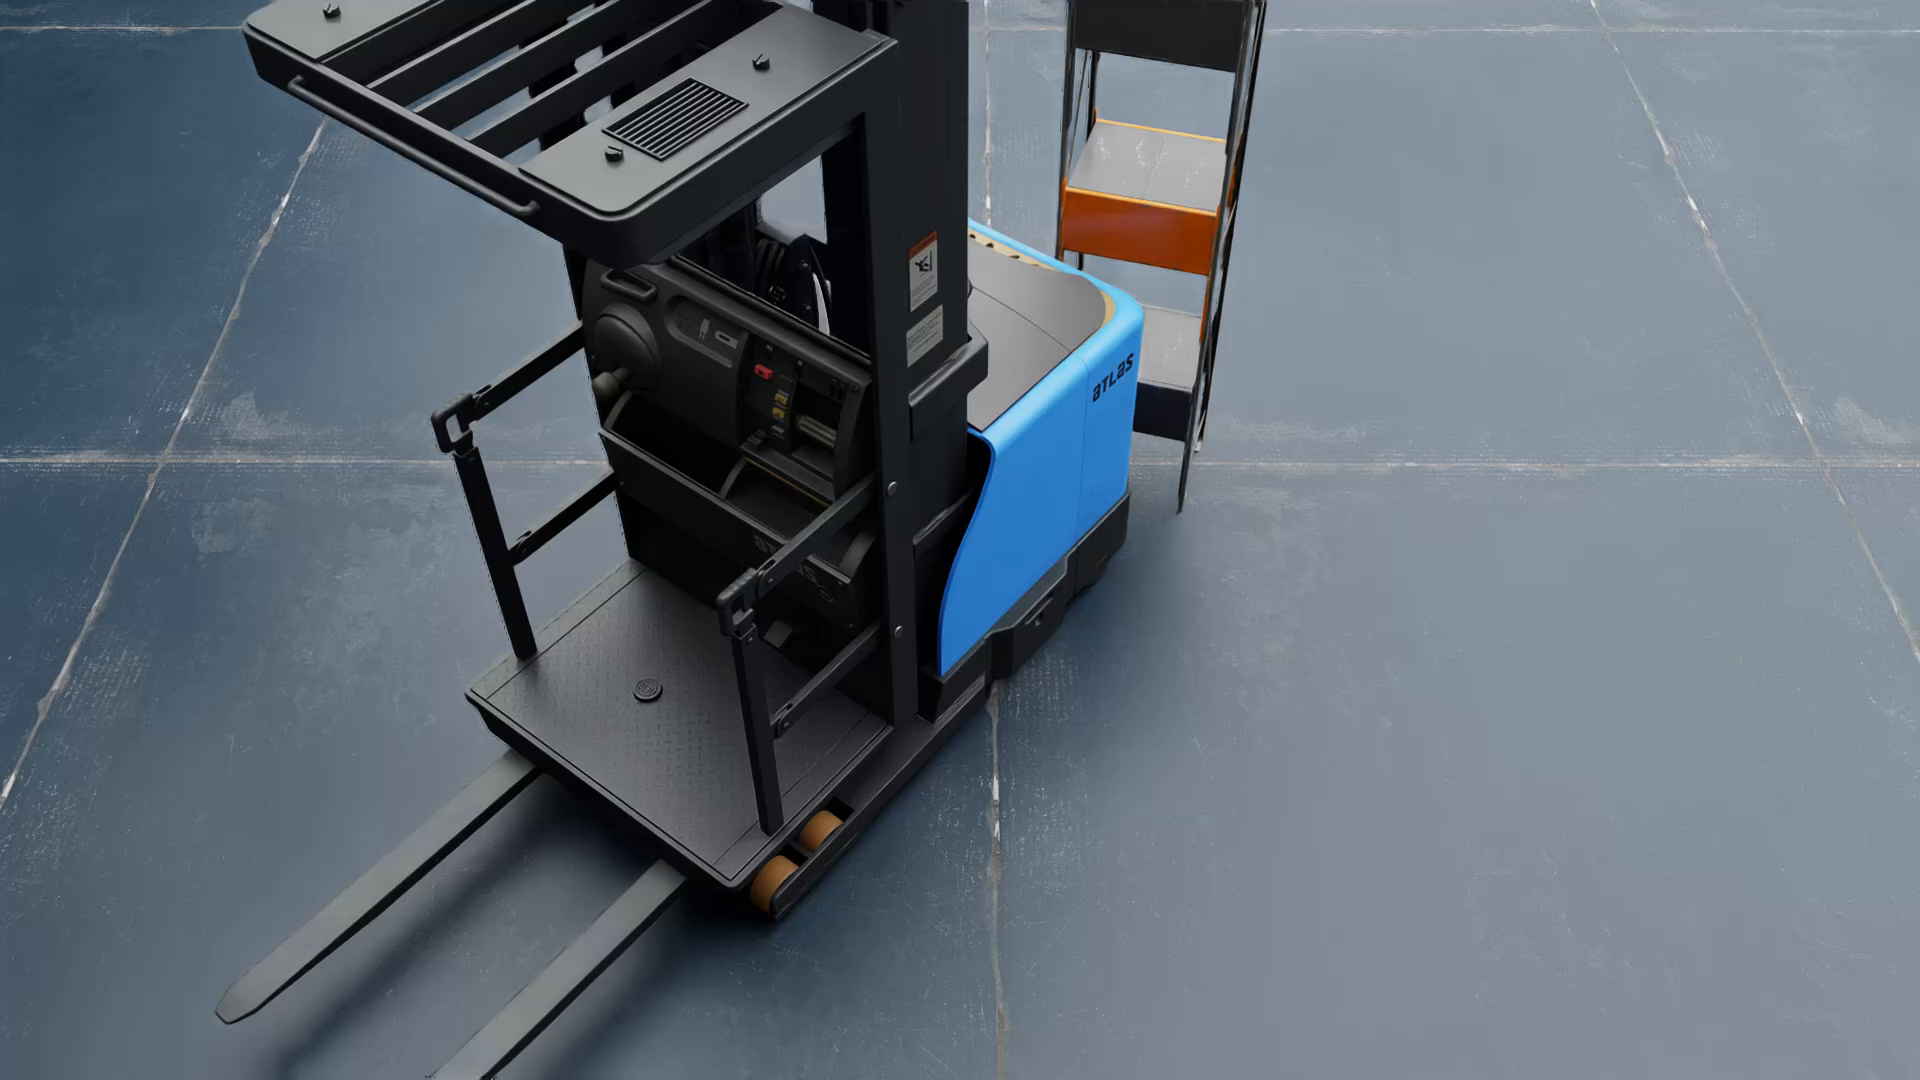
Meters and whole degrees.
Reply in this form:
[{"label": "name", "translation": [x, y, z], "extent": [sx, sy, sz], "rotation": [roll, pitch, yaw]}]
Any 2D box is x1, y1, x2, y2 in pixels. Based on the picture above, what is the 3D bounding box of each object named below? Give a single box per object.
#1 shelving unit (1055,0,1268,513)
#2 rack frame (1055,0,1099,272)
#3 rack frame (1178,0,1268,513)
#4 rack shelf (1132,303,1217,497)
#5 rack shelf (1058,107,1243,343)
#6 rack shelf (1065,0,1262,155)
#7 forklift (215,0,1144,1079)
[{"label": "shelving unit", "translation": [0.596, -1.005, 5.251], "extent": [0.503, 2.100, 0.431], "rotation": [12, 48, 11]}, {"label": "rack frame", "translation": [0.362, -1.056, 5.299], "extent": [0.015, 2.100, 0.400], "rotation": [12, 48, 11]}, {"label": "rack frame", "translation": [0.829, -0.953, 5.203], "extent": [0.015, 2.100, 0.400], "rotation": [12, 48, 11]}, {"label": "rack shelf", "translation": [0.596, -0.519, 5.773], "extent": [0.480, 0.518, 0.431], "rotation": [12, 48, 11]}, {"label": "rack shelf", "translation": [0.596, -0.996, 5.261], "extent": [0.480, 0.518, 0.431], "rotation": [12, 48, 11]}, {"label": "rack shelf", "translation": [0.596, -1.472, 4.748], "extent": [0.480, 0.518, 0.431], "rotation": [12, 48, 11]}, {"label": "forklift", "translation": [-0.737, -0.347, 4.071], "extent": [1.130, 2.935, 3.031], "rotation": [30, 54, 25]}]
